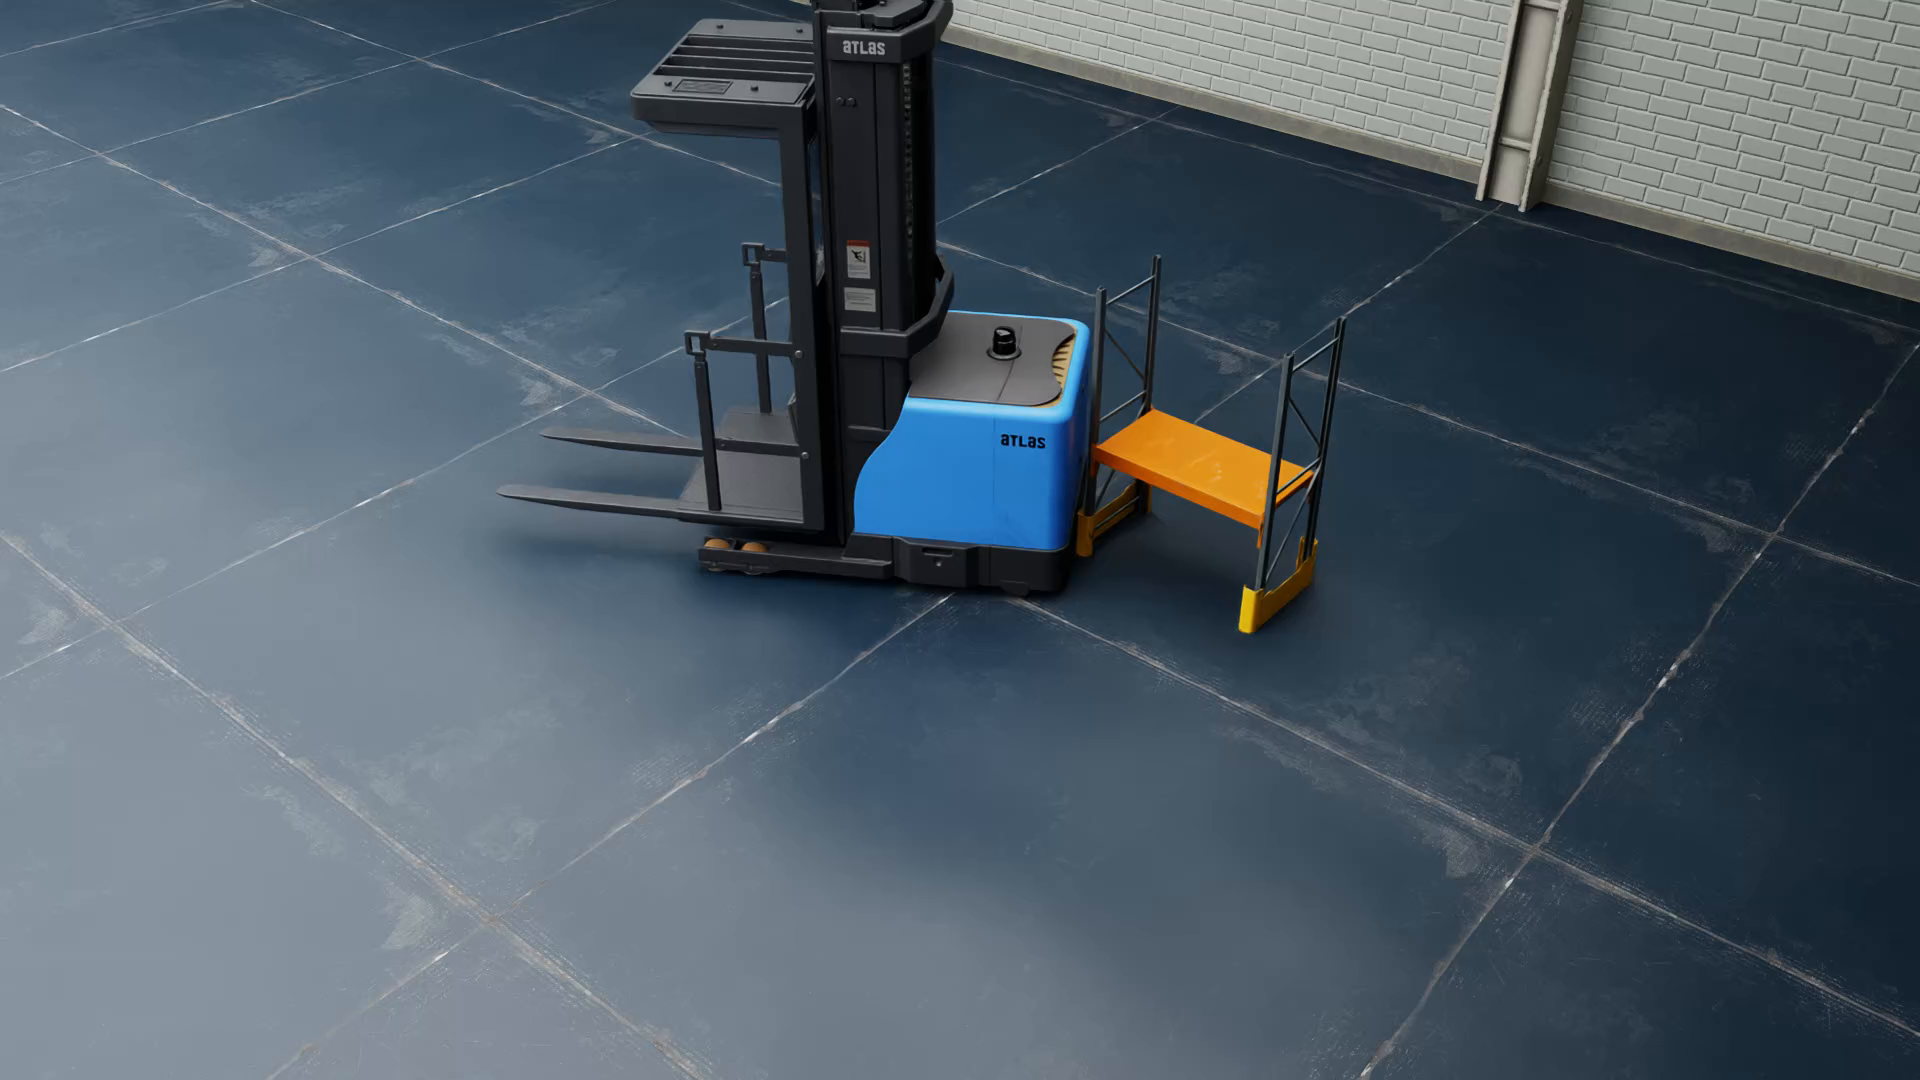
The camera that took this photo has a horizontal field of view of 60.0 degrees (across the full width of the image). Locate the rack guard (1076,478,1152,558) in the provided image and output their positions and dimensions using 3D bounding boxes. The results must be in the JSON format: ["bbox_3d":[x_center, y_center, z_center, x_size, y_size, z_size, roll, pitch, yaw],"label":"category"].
[{"bbox_3d":[0.815,-0.148,8.745,0.087,0.250,0.587,26,42,32],"label":"rack guard"}]

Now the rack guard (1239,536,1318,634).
[{"bbox_3d":[1.574,0.217,8.214,0.087,0.250,0.587,26,42,32],"label":"rack guard"}]

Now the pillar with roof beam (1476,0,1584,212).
[{"bbox_3d":[1.362,-4.392,7.196,0.400,9.000,9.100,25,42,32],"label":"pillar with roof beam"}]

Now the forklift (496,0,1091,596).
[{"bbox_3d":[-0.886,-1.317,8.078,3.031,2.935,1.130,5,35,8],"label":"forklift"}]

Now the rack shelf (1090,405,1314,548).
[{"bbox_3d":[1.202,-0.329,8.223,1.000,0.185,0.538,26,42,32],"label":"rack shelf"}]

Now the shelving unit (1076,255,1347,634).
[{"bbox_3d":[1.195,-0.481,8.126,1.083,1.500,0.587,26,42,32],"label":"shelving unit"}]

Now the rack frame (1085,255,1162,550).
[{"bbox_3d":[0.814,-0.664,8.392,0.032,1.500,0.500,26,42,32],"label":"rack frame"}]

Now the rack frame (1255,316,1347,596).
[{"bbox_3d":[1.589,-0.291,7.849,0.032,1.500,0.500,26,42,32],"label":"rack frame"}]
